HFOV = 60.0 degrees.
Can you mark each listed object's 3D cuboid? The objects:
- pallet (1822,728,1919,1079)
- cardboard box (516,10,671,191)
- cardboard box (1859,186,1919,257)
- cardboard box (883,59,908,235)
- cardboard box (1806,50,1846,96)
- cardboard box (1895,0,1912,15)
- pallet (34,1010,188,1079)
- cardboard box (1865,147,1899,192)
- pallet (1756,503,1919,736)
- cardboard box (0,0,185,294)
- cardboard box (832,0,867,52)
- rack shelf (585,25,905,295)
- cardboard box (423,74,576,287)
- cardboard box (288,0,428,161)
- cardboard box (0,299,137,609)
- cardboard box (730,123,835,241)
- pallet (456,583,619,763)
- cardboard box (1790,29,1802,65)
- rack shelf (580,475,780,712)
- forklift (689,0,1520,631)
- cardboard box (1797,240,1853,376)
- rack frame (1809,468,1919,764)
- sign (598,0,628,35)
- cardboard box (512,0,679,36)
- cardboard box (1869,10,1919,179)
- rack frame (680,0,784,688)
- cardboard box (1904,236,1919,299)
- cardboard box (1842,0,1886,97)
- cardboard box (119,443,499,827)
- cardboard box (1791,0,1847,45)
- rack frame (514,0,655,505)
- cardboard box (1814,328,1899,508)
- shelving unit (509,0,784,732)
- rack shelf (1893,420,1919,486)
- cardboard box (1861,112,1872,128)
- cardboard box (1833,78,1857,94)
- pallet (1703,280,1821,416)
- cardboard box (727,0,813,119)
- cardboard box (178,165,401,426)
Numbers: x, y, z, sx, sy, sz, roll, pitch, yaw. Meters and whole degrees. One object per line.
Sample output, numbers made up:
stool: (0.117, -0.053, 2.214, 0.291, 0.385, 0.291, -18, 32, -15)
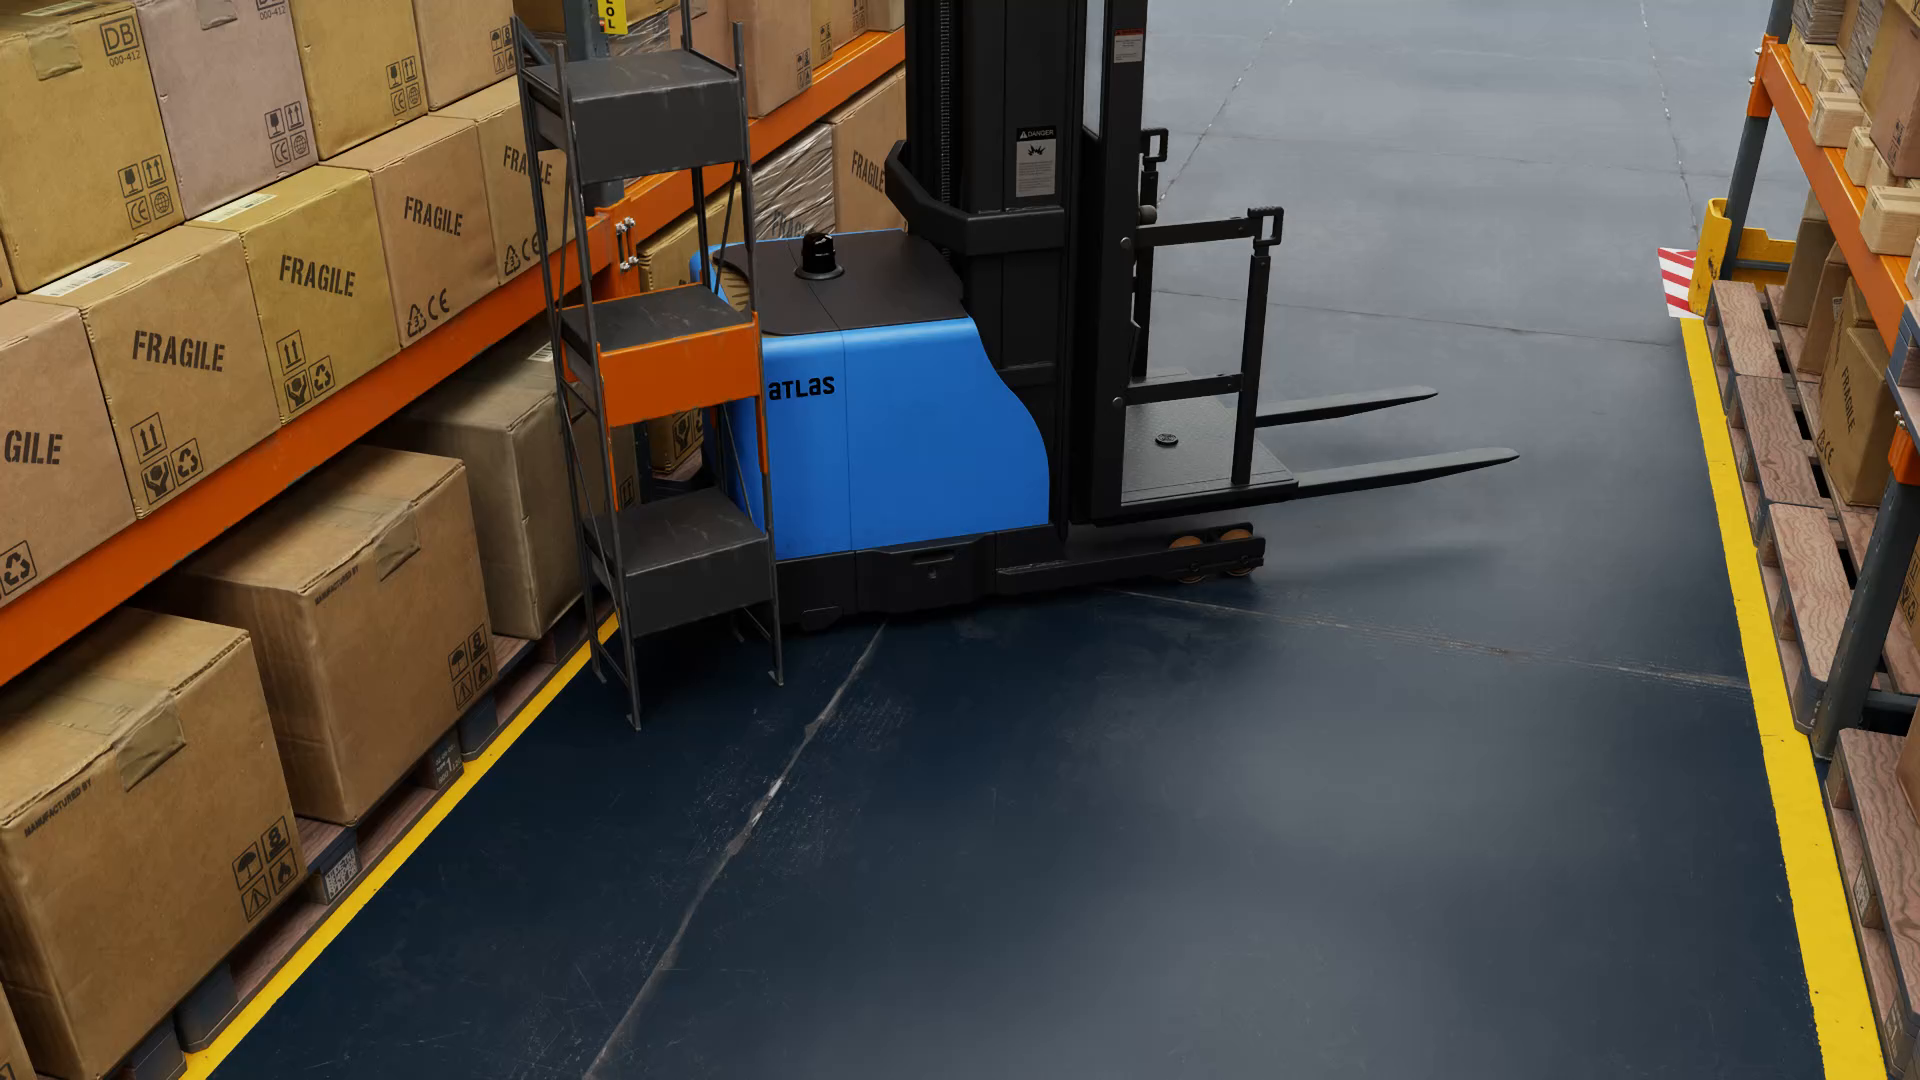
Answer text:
pallet: (2.862, 0.983, 4.266, 1.003, 0.211, 1.213, 8, 30, 15)
cardboard box: (-1.526, -1.591, 5.871, 0.875, 0.550, 0.550, 8, 30, 15)
cardboard box: (3.051, -0.985, 5.193, 0.380, 0.149, 0.250, 8, 30, 15)
cardboard box: (-0.585, -2.142, 8.769, 0.875, 0.875, 0.875, 9, 30, 15)
cardboard box: (3.718, -1.902, 6.842, 0.380, 0.149, 0.250, 8, 30, 15)
cardboard box: (3.251, -1.922, 5.182, 0.500, 0.500, 0.500, 8, 30, 15)
pallet: (-2.494, 1.369, 3.572, 1.003, 0.211, 1.213, 8, 30, 15)
cardboard box: (3.285, -1.204, 5.587, 0.380, 0.149, 0.250, 8, 30, 15)
pallet: (3.252, 0.303, 5.487, 1.003, 0.211, 1.213, 8, 30, 15)
cardboard box: (-2.210, -0.893, 3.639, 0.700, 0.500, 0.500, 8, 30, 14)
cardboard box: (-0.940, -2.597, 7.679, 0.875, 0.550, 0.550, 8, 30, 15)
rack shelf: (-1.036, -1.968, 7.442, 1.077, 0.370, 4.000, 8, 30, 15)
cardboard box: (-1.521, -1.116, 5.067, 0.500, 0.500, 0.500, 8, 30, 15)
cardboard box: (-1.912, -1.362, 4.482, 0.700, 0.500, 0.500, 8, 30, 14)
cardboard box: (-2.112, -0.179, 3.383, 0.500, 0.500, 0.500, 8, 30, 15)
cardboard box: (-1.111, -1.309, 7.272, 0.875, 0.875, 0.875, 9, 30, 15)
pallet: (-1.777, 0.235, 5.610, 1.003, 0.211, 1.213, 8, 30, 15)
cardboard box: (3.860, -2.135, 7.261, 0.380, 0.149, 0.250, 8, 30, 15)
rack shelf: (-0.890, 0.160, 5.271, 0.480, 0.518, 0.431, -16, 33, -26)
forklift: (0.600, -1.364, 5.686, 3.031, 2.935, 1.130, -8, 30, -14)
cardboard box: (3.921, -0.978, 7.061, 0.500, 0.500, 0.500, 17, 33, 28)
rack frame: (3.089, -0.598, 4.239, 1.000, 3.000, 0.127, 8, 30, 15)
sign: (-1.101, -1.751, 5.203, 0.100, 0.325, 0.005, 8, 30, 15)
cardboard box: (-1.482, -2.057, 5.596, 0.875, 0.550, 0.550, 8, 30, 15)
cardboard box: (3.511, -1.446, 5.355, 0.875, 0.500, 0.500, 8, 30, 15)
rack frame: (-0.680, -0.524, 5.032, 0.015, 2.100, 0.400, -16, 33, -26)
cardboard box: (2.953, -0.745, 4.762, 0.380, 0.149, 0.250, 8, 30, 15)
cardboard box: (3.855, -1.903, 6.177, 0.875, 0.500, 0.500, 8, 30, 15)
cardboard box: (-2.006, 0.196, 4.694, 1.050, 0.750, 0.750, 8, 30, 15)
cardboard box: (4.075, -2.379, 7.032, 0.875, 0.500, 0.500, 8, 30, 15)
rack frame: (-1.623, -1.353, 5.596, 1.000, 3.000, 0.127, 8, 30, 15)
cardboard box: (3.512, -0.436, 6.088, 0.500, 0.500, 0.500, 6, 30, 10)
shelving unit: (-0.890, -0.464, 4.924, 0.503, 2.100, 0.431, -16, 33, -26)
rack shelf: (2.502, 0.646, 2.743, 1.077, 0.370, 4.000, 8, 30, 15)
cardboard box: (3.472, -1.430, 5.994, 0.380, 0.149, 0.250, 8, 30, 15)
cardboard box: (3.591, -1.667, 6.419, 0.380, 0.149, 0.250, 8, 30, 15)
pallet: (3.968, -0.830, 7.526, 1.003, 0.211, 1.213, 8, 30, 15)
cardboard box: (-1.115, -2.084, 6.757, 0.875, 0.550, 0.550, 8, 30, 15)
cardboard box: (-1.817, -0.646, 4.223, 0.500, 0.500, 0.500, 9, 30, 15)
